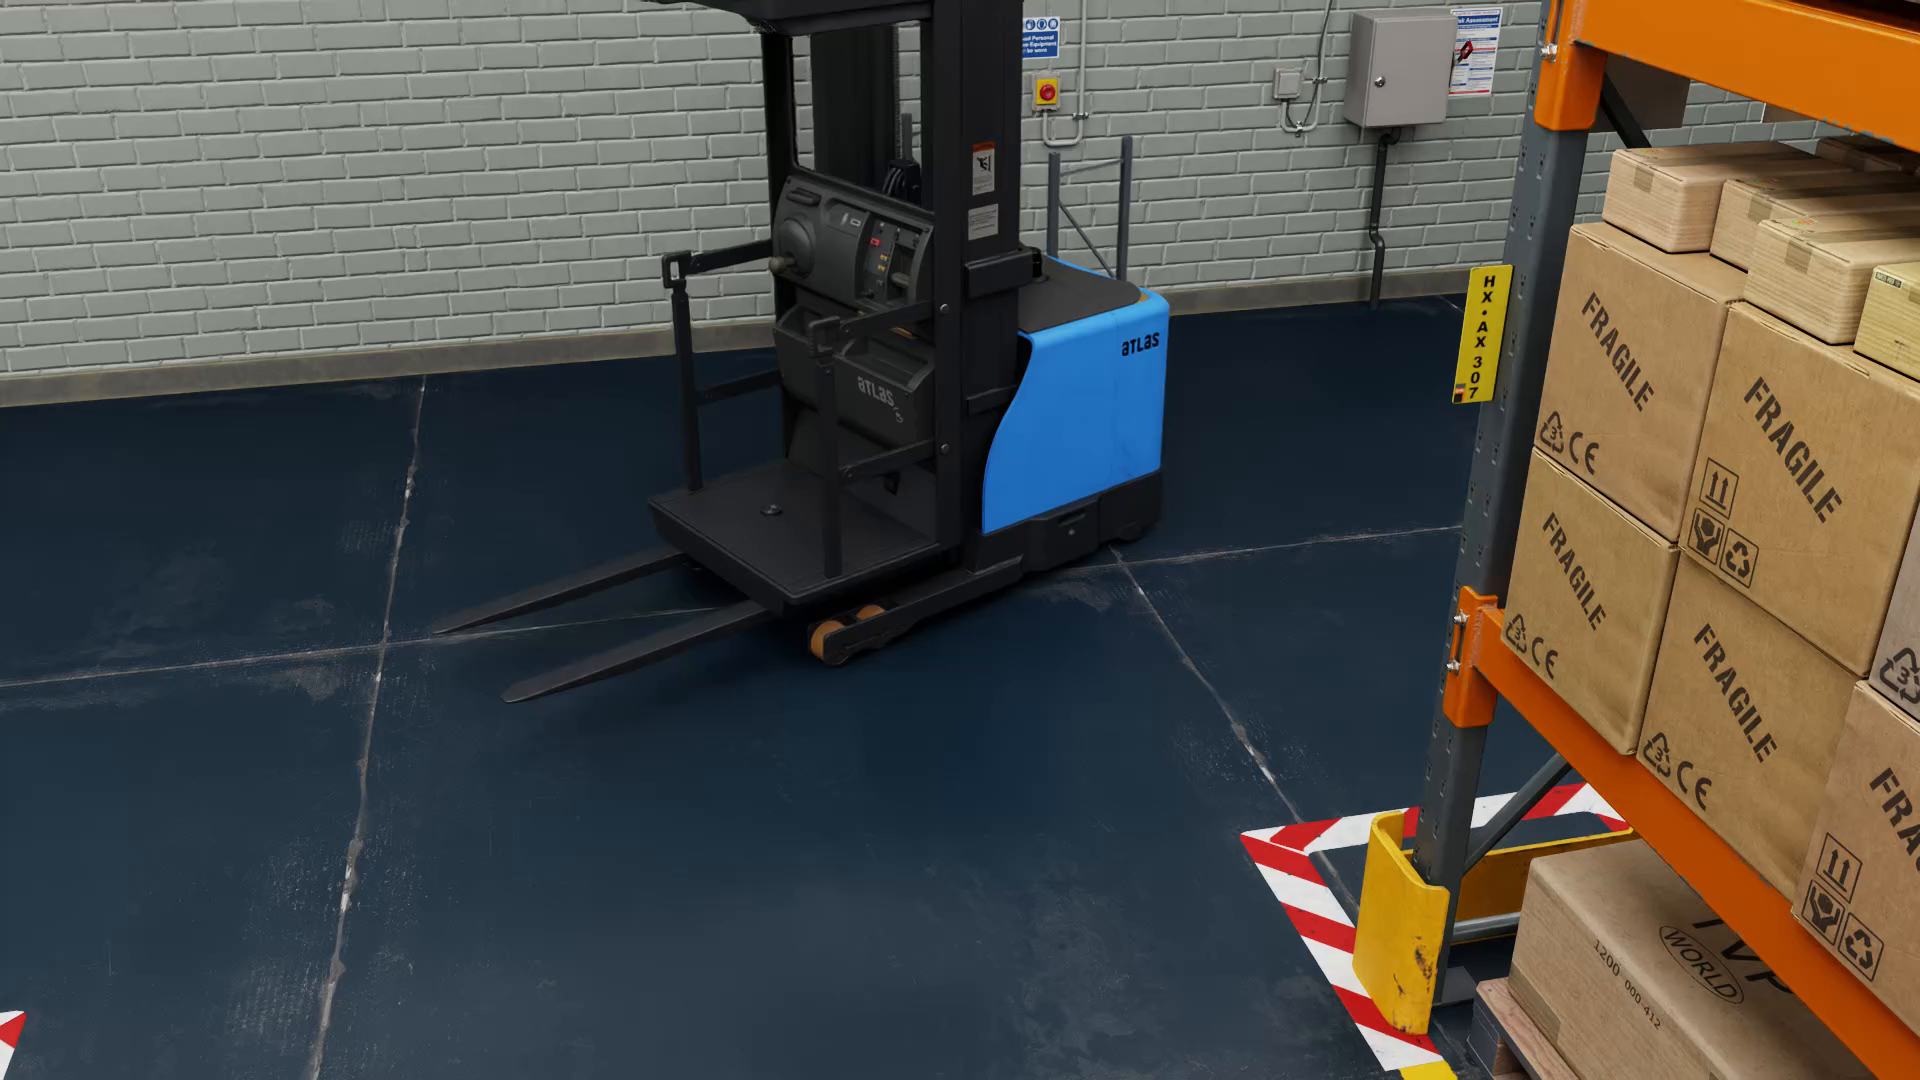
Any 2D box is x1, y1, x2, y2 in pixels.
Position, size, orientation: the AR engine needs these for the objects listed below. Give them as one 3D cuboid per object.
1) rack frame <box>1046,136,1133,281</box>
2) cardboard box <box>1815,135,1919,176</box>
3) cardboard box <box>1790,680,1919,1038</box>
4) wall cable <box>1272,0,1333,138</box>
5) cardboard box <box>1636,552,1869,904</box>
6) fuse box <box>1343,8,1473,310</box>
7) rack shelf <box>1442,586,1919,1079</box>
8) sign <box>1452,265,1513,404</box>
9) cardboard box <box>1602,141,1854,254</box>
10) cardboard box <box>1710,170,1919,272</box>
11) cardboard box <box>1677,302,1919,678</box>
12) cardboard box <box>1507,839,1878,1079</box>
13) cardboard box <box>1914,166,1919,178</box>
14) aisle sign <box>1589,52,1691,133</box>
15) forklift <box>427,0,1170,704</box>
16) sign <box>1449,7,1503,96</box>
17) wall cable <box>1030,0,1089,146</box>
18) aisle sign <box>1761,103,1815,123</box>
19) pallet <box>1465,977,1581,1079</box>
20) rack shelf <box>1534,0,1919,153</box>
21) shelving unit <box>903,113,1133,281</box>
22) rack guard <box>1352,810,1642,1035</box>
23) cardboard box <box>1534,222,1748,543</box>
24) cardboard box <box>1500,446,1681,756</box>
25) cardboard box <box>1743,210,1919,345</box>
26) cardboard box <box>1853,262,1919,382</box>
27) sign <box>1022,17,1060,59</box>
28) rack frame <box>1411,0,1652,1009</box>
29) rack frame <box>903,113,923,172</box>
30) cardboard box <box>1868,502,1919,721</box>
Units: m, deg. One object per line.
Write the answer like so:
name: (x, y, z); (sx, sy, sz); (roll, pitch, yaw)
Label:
rack frame: (0.587, -1.093, 7.750); (0.500, 1.500, 0.032); (-21, 34, -36)
cardboard box: (2.010, -0.743, 3.452); (0.380, 0.149, 0.250); (-6, 27, -11)
cardboard box: (1.801, 0.540, 2.740); (0.500, 0.500, 0.500); (-6, 27, -12)
wall cable: (1.820, -3.175, 9.084); (0.588, 1.984, 0.122); (-6, 27, -12)
cardboard box: (1.704, 0.315, 3.186); (0.500, 0.500, 0.500); (-6, 27, -12)
fuse box: (2.520, -2.146, 9.603); (0.539, 1.711, 0.414); (-6, 27, -12)
rack shelf: (2.185, 1.100, 2.540); (1.077, 0.370, 4.000); (-6, 27, -12)
sign: (1.192, -0.467, 3.798); (0.100, 0.325, 0.005); (-6, 27, -12)
cardboard box: (1.544, -0.696, 3.359); (0.380, 0.149, 0.250); (-5, 27, -11)
cardboard box: (1.673, -0.588, 3.146); (0.380, 0.149, 0.250); (-5, 27, -10)
cardboard box: (1.688, -0.125, 2.947); (0.500, 0.500, 0.500); (-7, 28, -13)
cardboard box: (1.980, 1.137, 4.047); (0.875, 0.438, 0.875); (-7, 28, -13)
cardboard box: (2.091, -0.634, 3.236); (0.380, 0.149, 0.250); (-5, 27, -11)
aisle sign: (1.435, -1.262, 3.536); (0.394, 0.787, 0.004); (-6, 27, -12)
forklift: (-0.578, -1.102, 6.181); (3.031, 2.935, 1.130); (-20, 33, -34)
sign: (2.955, -2.820, 9.614); (0.329, 0.494, 0.001); (-6, 27, -12)
wall cable: (0.441, -3.040, 8.781); (0.585, 1.953, 0.123); (-6, 27, -12)
aisle sign: (2.020, -1.323, 3.657); (0.394, 0.787, 0.004); (-6, 27, -12)
pallet: (1.991, 1.489, 4.066); (1.003, 0.211, 1.213); (-6, 27, -12)
rack shelf: (2.185, -0.239, 1.864); (1.077, 0.370, 4.000); (-6, 27, -12)
shelving unit: (0.255, -1.266, 8.094); (0.538, 1.500, 1.048); (-21, 34, -36)
rack guard: (1.729, 1.006, 4.702); (1.175, 0.500, 0.348); (-6, 27, -12)
cardboard box: (1.565, -0.351, 3.395); (0.500, 0.500, 0.500); (-7, 28, -13)
cardboard box: (1.563, 0.096, 3.620); (0.500, 0.500, 0.500); (-6, 27, -12)
cardboard box: (1.620, -0.462, 2.897); (0.380, 0.149, 0.250); (-5, 27, -10)
cardboard box: (1.697, -0.349, 2.671); (0.380, 0.149, 0.250); (-7, 28, -13)
sign: (0.380, -2.715, 9.000); (0.327, 0.218, 0.001); (-6, 27, -12)
rack frame: (1.734, -0.099, 4.118); (1.000, 3.000, 0.127); (-6, 27, -12)
rack frame: (-0.077, -1.440, 8.438); (0.500, 1.500, 0.032); (-21, 34, -36)
cardboard box: (1.812, 0.101, 2.501); (0.500, 0.500, 0.500); (-6, 27, -12)
